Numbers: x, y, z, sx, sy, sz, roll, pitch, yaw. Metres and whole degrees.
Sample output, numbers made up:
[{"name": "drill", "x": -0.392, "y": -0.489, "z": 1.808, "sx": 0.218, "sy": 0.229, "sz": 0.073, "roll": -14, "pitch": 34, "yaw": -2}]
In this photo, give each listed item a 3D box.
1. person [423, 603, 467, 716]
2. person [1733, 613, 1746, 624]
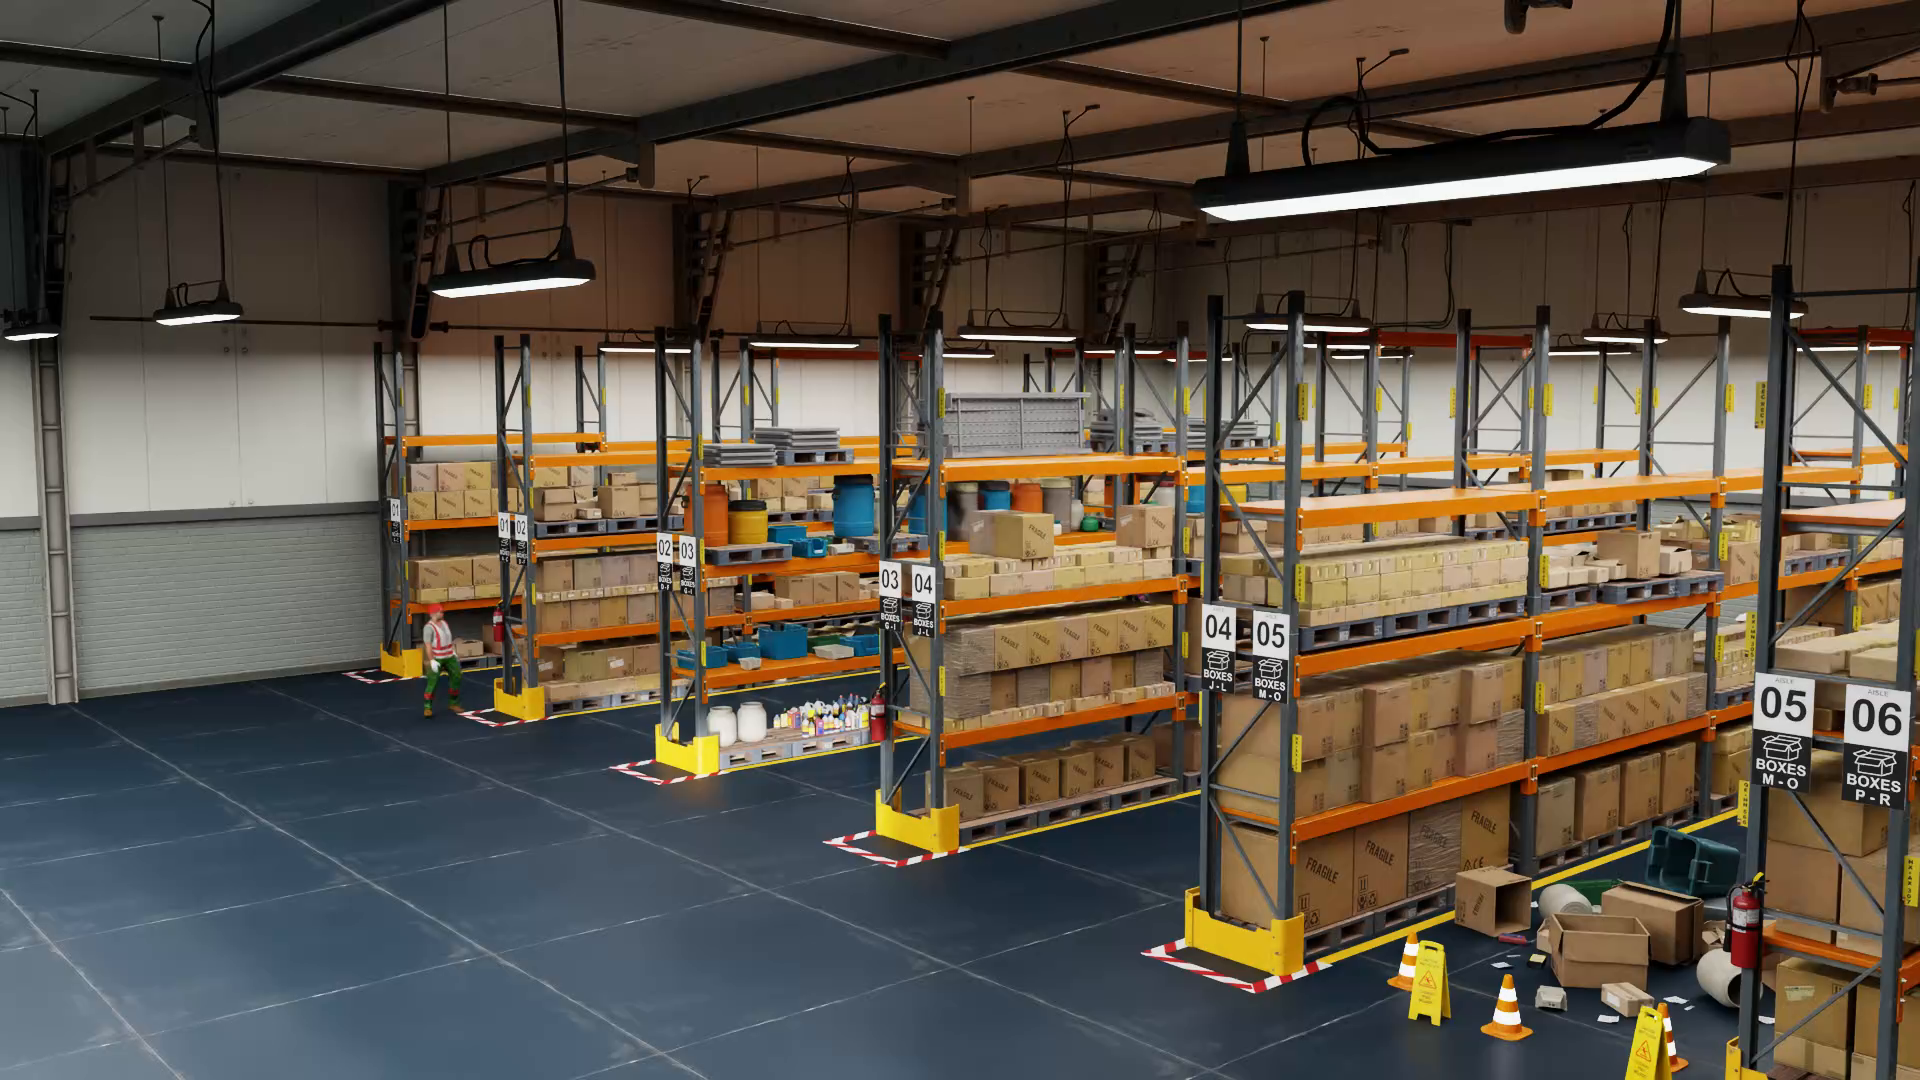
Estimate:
[{"name": "person", "x": -8.195, "y": 1.896, "z": 26.315, "sx": 0.453, "sy": 1.826, "sz": 0.657, "roll": 4, "pitch": 6, "yaw": 34}, {"name": "person", "x": 11.973, "y": 2.019, "z": 25.397, "sx": 0.877, "sy": 1.812, "sz": 0.557, "roll": -4, "pitch": 7, "yaw": -39}]
